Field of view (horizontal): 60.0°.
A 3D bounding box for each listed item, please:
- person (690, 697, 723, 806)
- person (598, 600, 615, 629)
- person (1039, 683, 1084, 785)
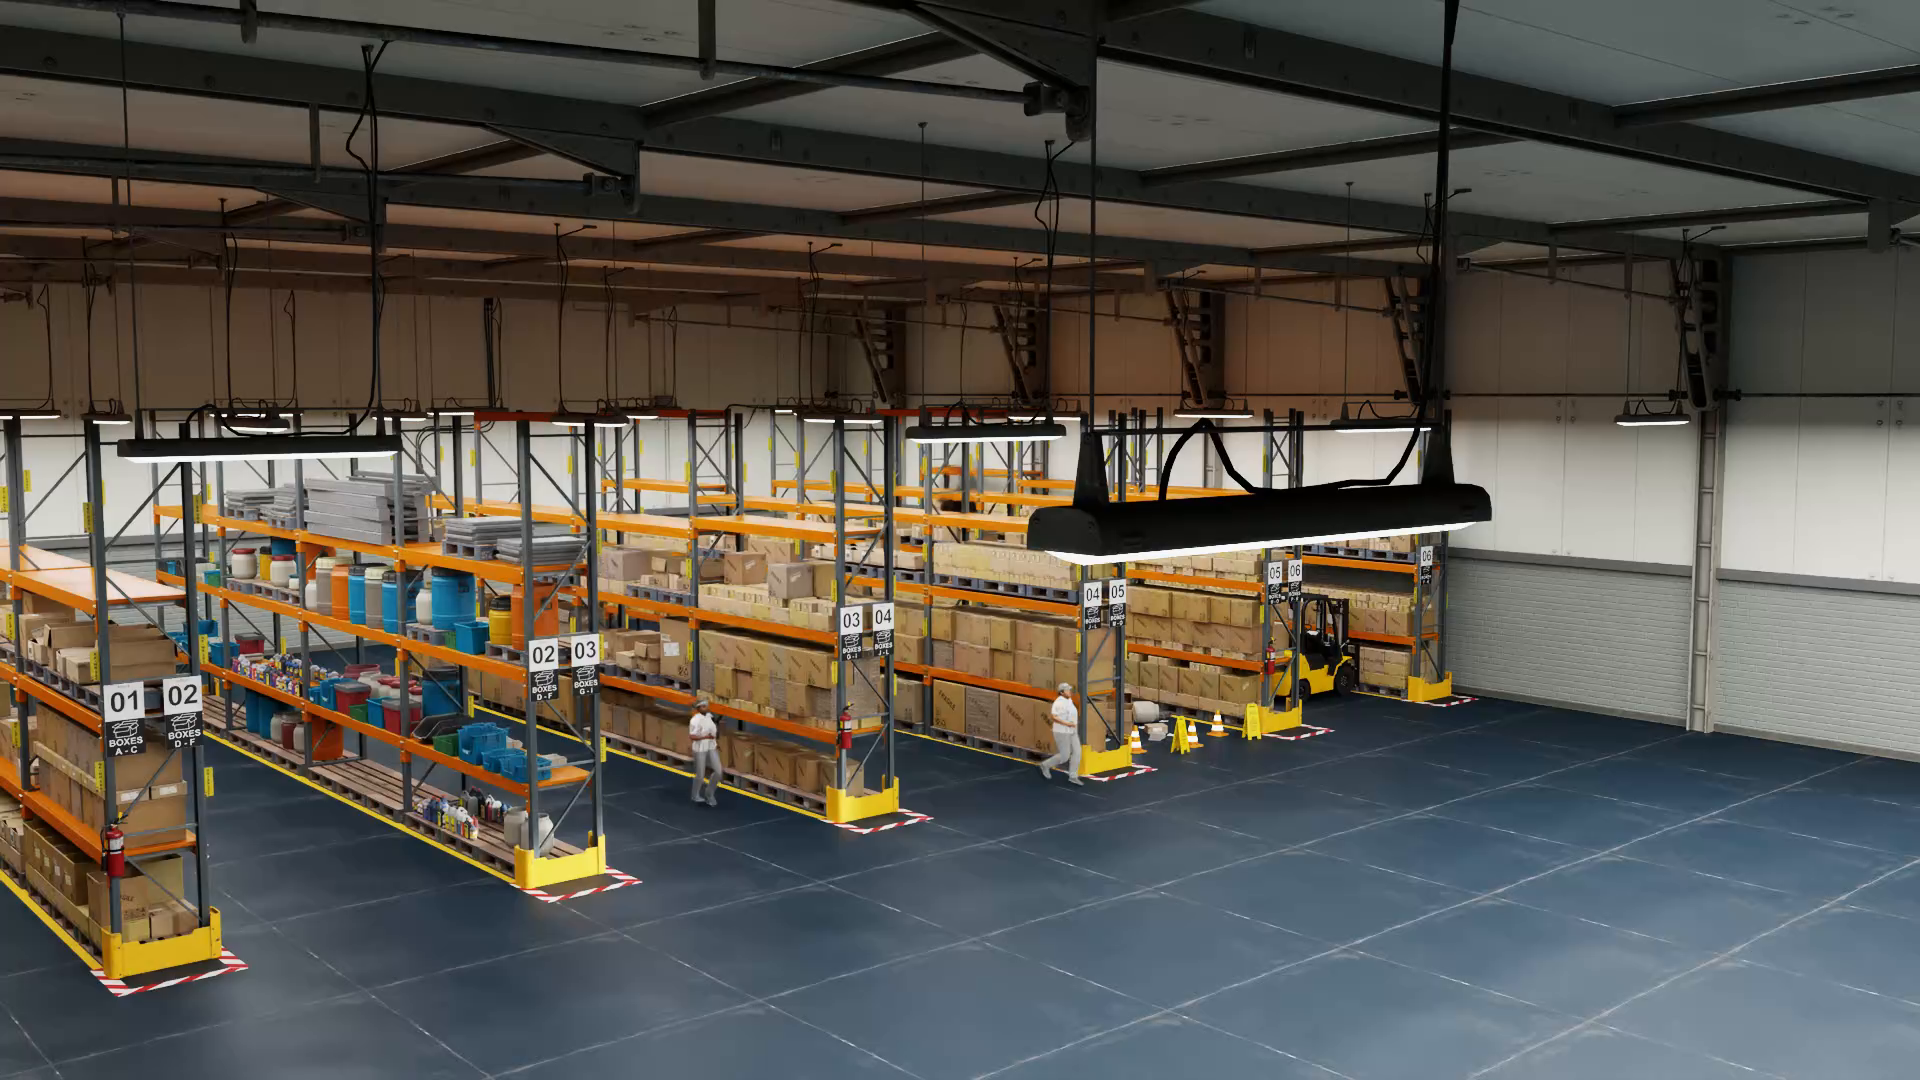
[{"bbox_3d":[-3.905,3.255,25.529,0.532,1.728,0.667,-5,7,-43],"label":"person"},{"bbox_3d":[-8.877,1.814,41.253,1.035,1.720,0.759,0,5,2],"label":"person"},{"bbox_3d":[1.674,3.142,27.050,0.739,1.660,0.615,3,6,28],"label":"person"}]
